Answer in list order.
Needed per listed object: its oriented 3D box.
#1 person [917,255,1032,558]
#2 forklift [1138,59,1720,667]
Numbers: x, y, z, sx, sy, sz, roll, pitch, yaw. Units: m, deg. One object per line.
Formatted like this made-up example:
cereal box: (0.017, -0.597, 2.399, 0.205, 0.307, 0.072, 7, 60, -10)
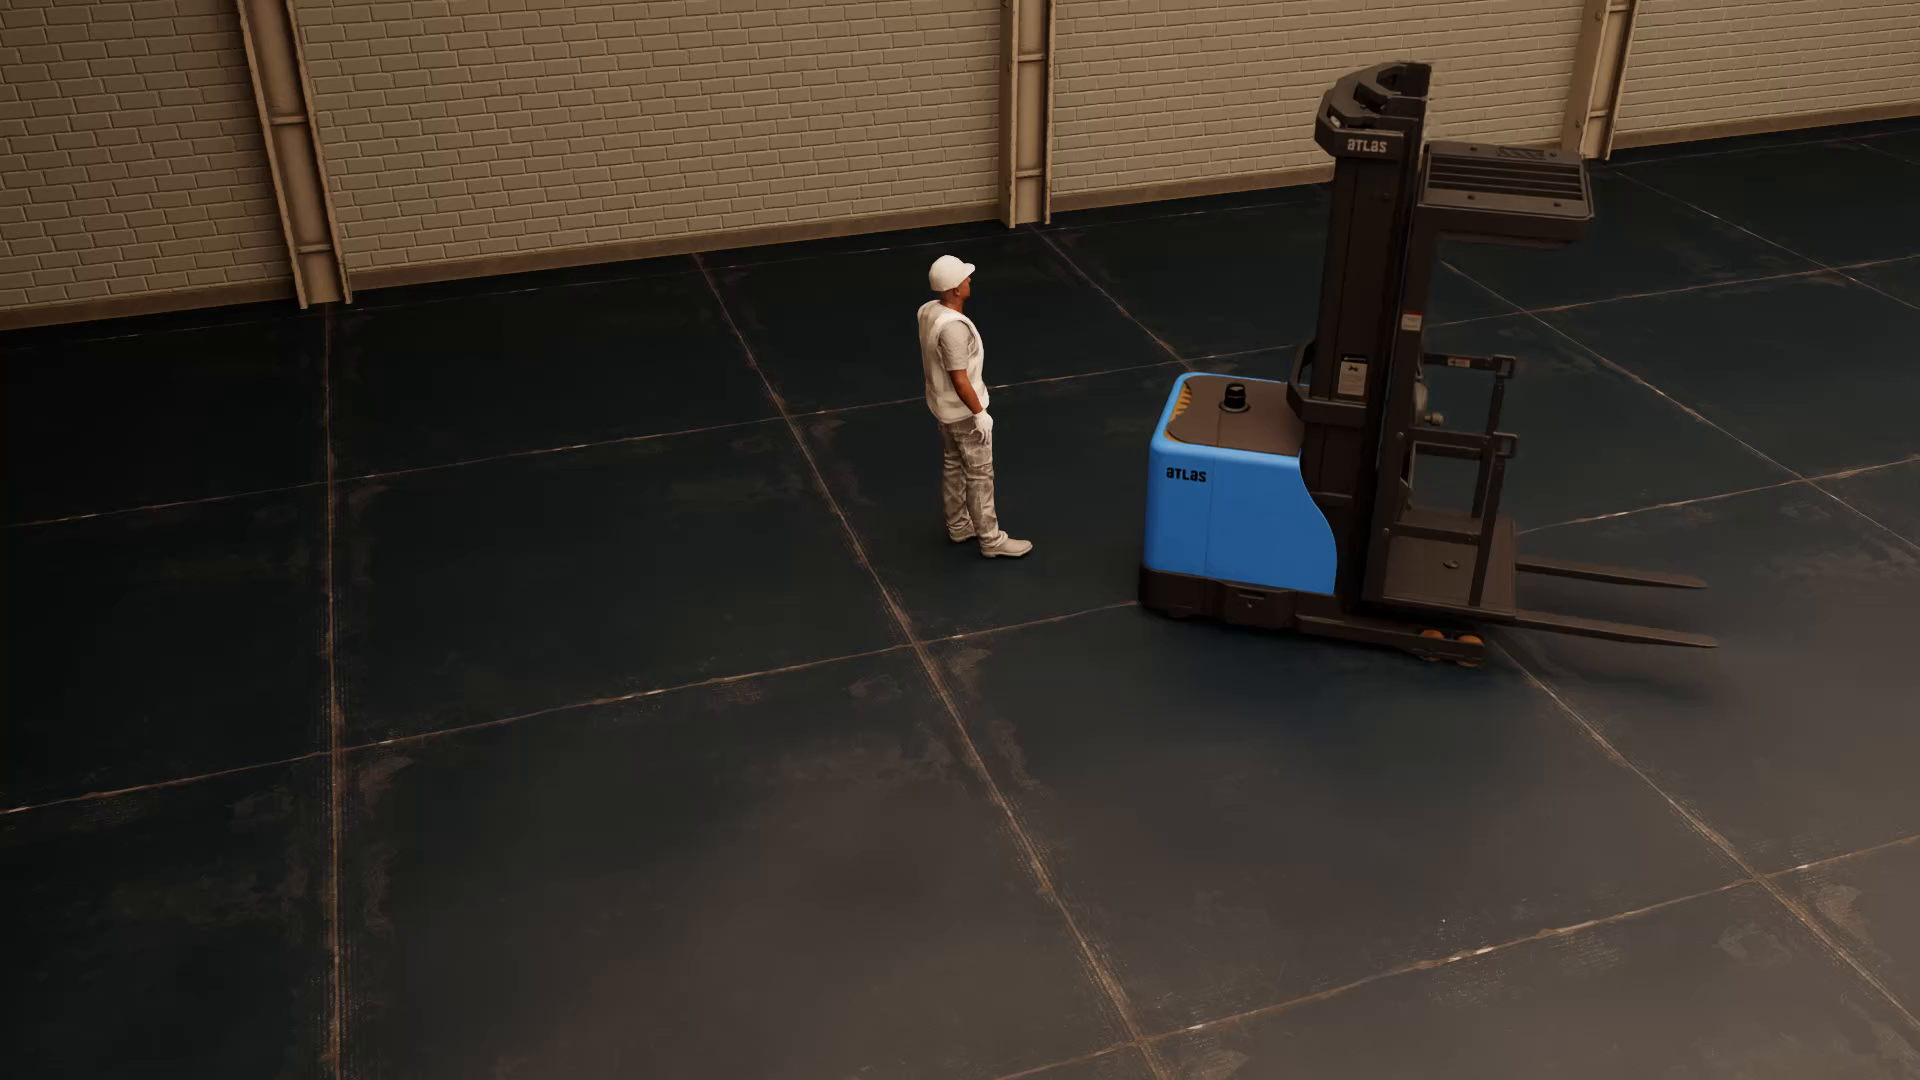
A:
person: (0.071, -0.787, 9.591, 0.577, 1.781, 0.656, -10, 31, -16)
forklift: (2.571, -0.890, 8.633, 3.031, 2.935, 1.130, 8, 31, 14)
